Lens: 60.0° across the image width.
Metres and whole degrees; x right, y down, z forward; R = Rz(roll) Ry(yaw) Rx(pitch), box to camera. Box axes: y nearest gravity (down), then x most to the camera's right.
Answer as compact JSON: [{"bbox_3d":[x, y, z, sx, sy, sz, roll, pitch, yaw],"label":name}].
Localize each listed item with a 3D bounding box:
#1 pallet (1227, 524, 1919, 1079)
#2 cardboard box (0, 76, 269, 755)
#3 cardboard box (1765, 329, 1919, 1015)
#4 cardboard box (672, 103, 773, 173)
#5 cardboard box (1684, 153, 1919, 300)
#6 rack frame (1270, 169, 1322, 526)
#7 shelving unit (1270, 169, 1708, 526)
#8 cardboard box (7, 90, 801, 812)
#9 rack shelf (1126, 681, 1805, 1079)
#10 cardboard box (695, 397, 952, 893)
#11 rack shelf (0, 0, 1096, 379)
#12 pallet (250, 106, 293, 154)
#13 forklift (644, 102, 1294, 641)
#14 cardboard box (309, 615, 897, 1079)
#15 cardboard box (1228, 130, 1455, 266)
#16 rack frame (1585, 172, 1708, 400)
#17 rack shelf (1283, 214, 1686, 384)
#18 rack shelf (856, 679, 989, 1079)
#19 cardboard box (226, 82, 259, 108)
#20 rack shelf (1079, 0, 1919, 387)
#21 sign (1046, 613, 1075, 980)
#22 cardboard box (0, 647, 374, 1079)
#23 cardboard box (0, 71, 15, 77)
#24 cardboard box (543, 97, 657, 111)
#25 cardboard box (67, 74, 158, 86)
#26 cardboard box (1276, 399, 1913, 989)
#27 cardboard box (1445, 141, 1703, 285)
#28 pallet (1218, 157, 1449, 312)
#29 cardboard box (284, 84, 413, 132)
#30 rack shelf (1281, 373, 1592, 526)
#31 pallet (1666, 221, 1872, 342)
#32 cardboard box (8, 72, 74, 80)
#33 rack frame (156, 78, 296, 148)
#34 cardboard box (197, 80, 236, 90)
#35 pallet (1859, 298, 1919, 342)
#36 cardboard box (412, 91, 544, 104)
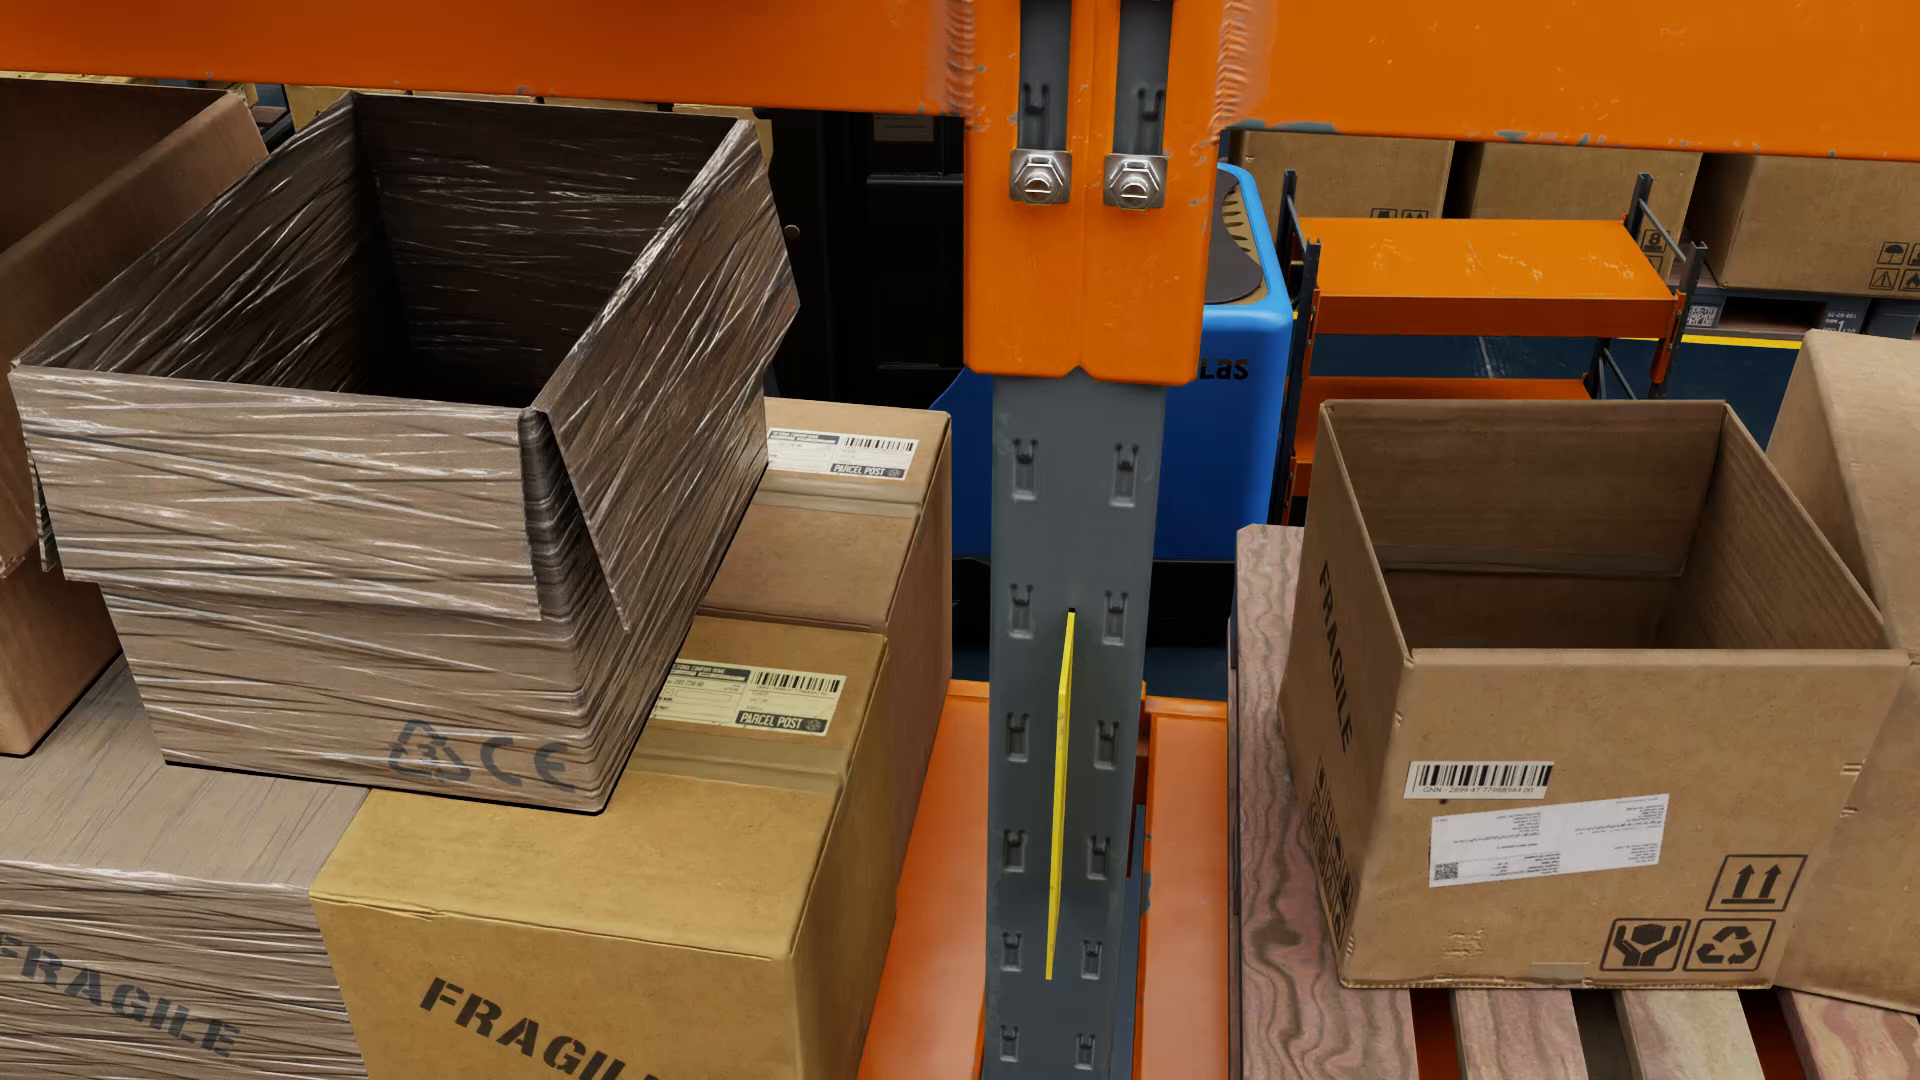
[{"bbox_3d":[0.870,0.437,2.220,1.003,0.211,1.213,4,36,6],"label":"pallet"},{"bbox_3d":[-1.220,-0.194,1.991,0.637,0.503,0.797,5,36,7],"label":"cardboard box"},{"bbox_3d":[1.257,0.157,2.001,0.500,0.500,0.700,9,37,13],"label":"cardboard box"},{"bbox_3d":[-0.846,-1.604,6.706,0.500,0.500,0.500,3,36,4],"label":"cardboard box"},{"bbox_3d":[3.265,-1.509,6.358,0.750,0.750,1.050,4,36,6],"label":"cardboard box"},{"bbox_3d":[0.951,-0.472,4.943,0.032,1.125,0.500,1,36,1],"label":"rack frame"},{"bbox_3d":[1.459,-0.465,4.933,1.048,1.125,0.538,1,36,1],"label":"shelving unit"},{"bbox_3d":[-0.574,-0.145,1.921,0.637,0.503,0.797,5,36,8],"label":"cardboard box"},{"bbox_3d":[2.133,0.809,2.154,4.000,0.370,1.077,4,36,6],"label":"rack shelf"},{"bbox_3d":[-0.298,0.134,2.393,0.500,0.500,0.500,5,36,7],"label":"cardboard box"},{"bbox_3d":[-1.834,-0.708,1.697,4.000,0.370,1.077,4,36,6],"label":"rack shelf"},{"bbox_3d":[-3.757,-1.673,7.412,1.213,0.211,1.003,4,36,6],"label":"pallet"},{"bbox_3d":[-0.630,-1.203,4.412,3.031,2.935,1.130,1,36,1],"label":"forklift"},{"bbox_3d":[-0.372,0.433,1.975,0.500,0.500,0.500,5,36,7],"label":"cardboard box"},{"bbox_3d":[1.474,-1.641,6.542,0.750,0.750,1.050,4,36,5],"label":"cardboard box"},{"bbox_3d":[1.967,-0.458,4.923,0.032,1.125,0.500,1,36,1],"label":"rack frame"},{"bbox_3d":[1.459,-0.703,4.763,1.000,0.278,0.538,1,36,1],"label":"rack shelf"},{"bbox_3d":[-1.834,0.513,2.569,4.000,0.370,1.077,4,36,6],"label":"rack shelf"},{"bbox_3d":[-3.406,-2.001,7.564,0.250,0.149,0.380,3,36,4],"label":"cardboard box"},{"bbox_3d":[2.133,-0.412,1.283,4.000,0.370,1.077,4,36,6],"label":"rack shelf"},{"bbox_3d":[0.082,0.217,1.368,0.005,0.325,0.100,4,36,6],"label":"sign"},{"bbox_3d":[-0.865,0.393,2.031,0.500,0.500,0.500,4,36,6],"label":"cardboard box"},{"bbox_3d":[-3.978,-1.918,6.936,0.250,0.149,0.380,4,36,6],"label":"cardboard box"},{"bbox_3d":[-1.341,-1.655,6.778,0.500,0.500,0.500,5,36,7],"label":"cardboard box"},{"bbox_3d":[-3.472,-1.908,6.921,0.250,0.149,0.380,5,36,7],"label":"cardboard box"},{"bbox_3d":[0.690,0.173,1.978,0.500,0.500,0.500,0,36,0],"label":"cardboard box"},{"bbox_3d":[2.342,-1.578,6.454,0.750,0.750,1.050,5,36,7],"label":"cardboard box"},{"bbox_3d":[1.654,-1.246,6.814,1.213,0.211,1.003,4,36,6],"label":"pallet"},{"bbox_3d":[-2.387,-1.724,6.874,0.500,0.500,0.500,6,36,8],"label":"cardboard box"},{"bbox_3d":[1.459,-0.266,5.075,1.000,0.278,0.538,1,36,1],"label":"rack shelf"},{"bbox_3d":[2.860,-1.154,6.685,1.213,0.211,1.003,4,36,6],"label":"pallet"},{"bbox_3d":[-3.731,-1.904,6.916,0.250,0.149,0.380,5,36,7],"label":"cardboard box"},{"bbox_3d":[-3.086,-2.778,6.561,0.127,3.000,1.000,4,36,6],"label":"rack frame"},{"bbox_3d":[-3.405,-2.121,7.477,0.250,0.149,0.380,6,36,8],"label":"cardboard box"},{"bbox_3d":[4.074,-1.065,6.561,1.213,0.211,1.003,4,36,6],"label":"pallet"},{"bbox_3d":[-1.862,-1.686,6.821,0.500,0.500,0.500,6,36,8],"label":"cardboard box"}]
